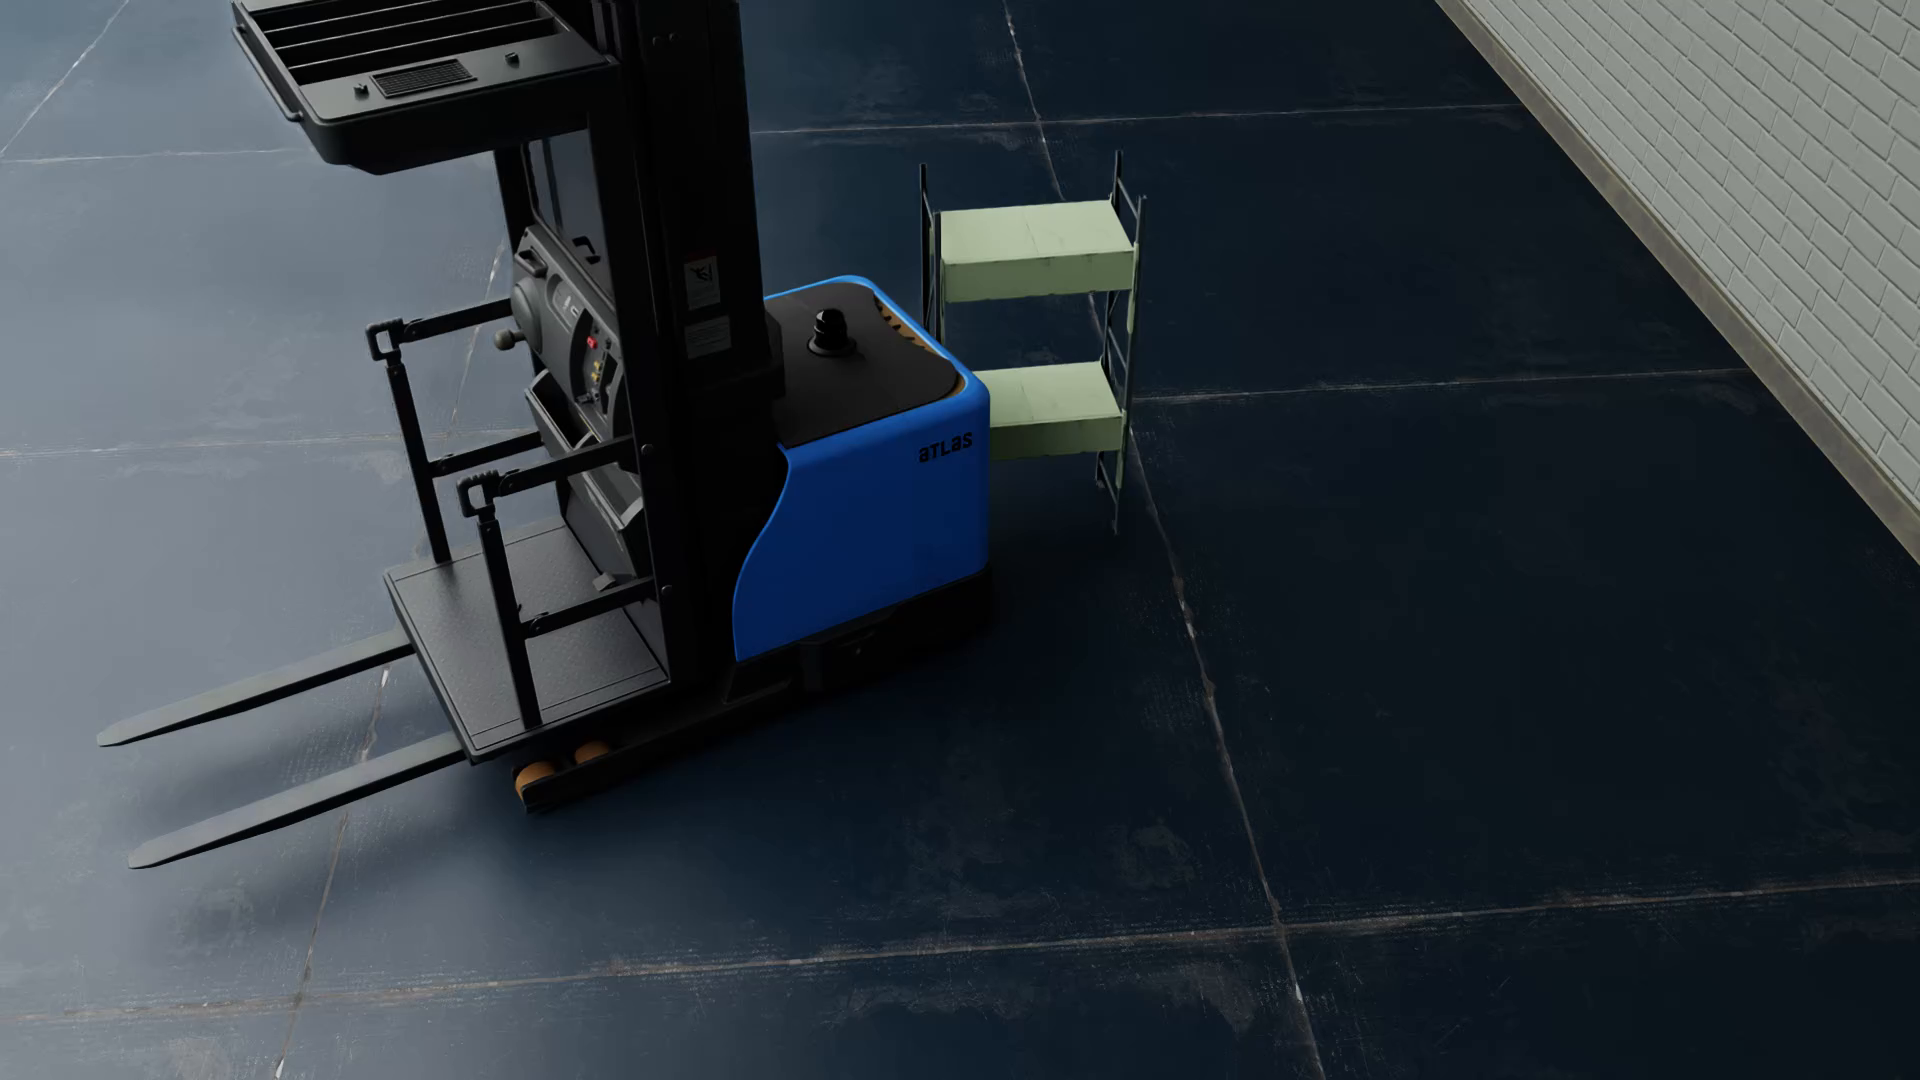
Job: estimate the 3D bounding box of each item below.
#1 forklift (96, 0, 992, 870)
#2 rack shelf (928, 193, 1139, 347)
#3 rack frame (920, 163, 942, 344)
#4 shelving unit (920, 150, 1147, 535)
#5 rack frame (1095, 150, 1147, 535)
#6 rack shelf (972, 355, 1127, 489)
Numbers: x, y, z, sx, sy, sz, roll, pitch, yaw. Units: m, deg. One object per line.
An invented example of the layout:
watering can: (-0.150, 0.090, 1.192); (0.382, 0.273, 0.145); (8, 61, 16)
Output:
forklift: (-1.413, -0.617, 5.165); (3.031, 2.935, 1.130); (-20, 42, -23)
rack shelf: (0.255, -1.005, 6.183); (0.720, 0.370, 0.431); (-5, 39, -7)
rack frame: (-0.106, -0.665, 6.382); (0.023, 1.500, 0.400); (-5, 39, -7)
shelving unit: (0.255, -0.699, 6.425); (0.755, 1.500, 0.431); (-5, 39, -7)
rack frame: (0.617, -0.733, 6.468); (0.023, 1.500, 0.400); (-5, 39, -7)
rack shelf: (0.255, -0.443, 6.627); (0.720, 0.370, 0.431); (-5, 39, -7)
